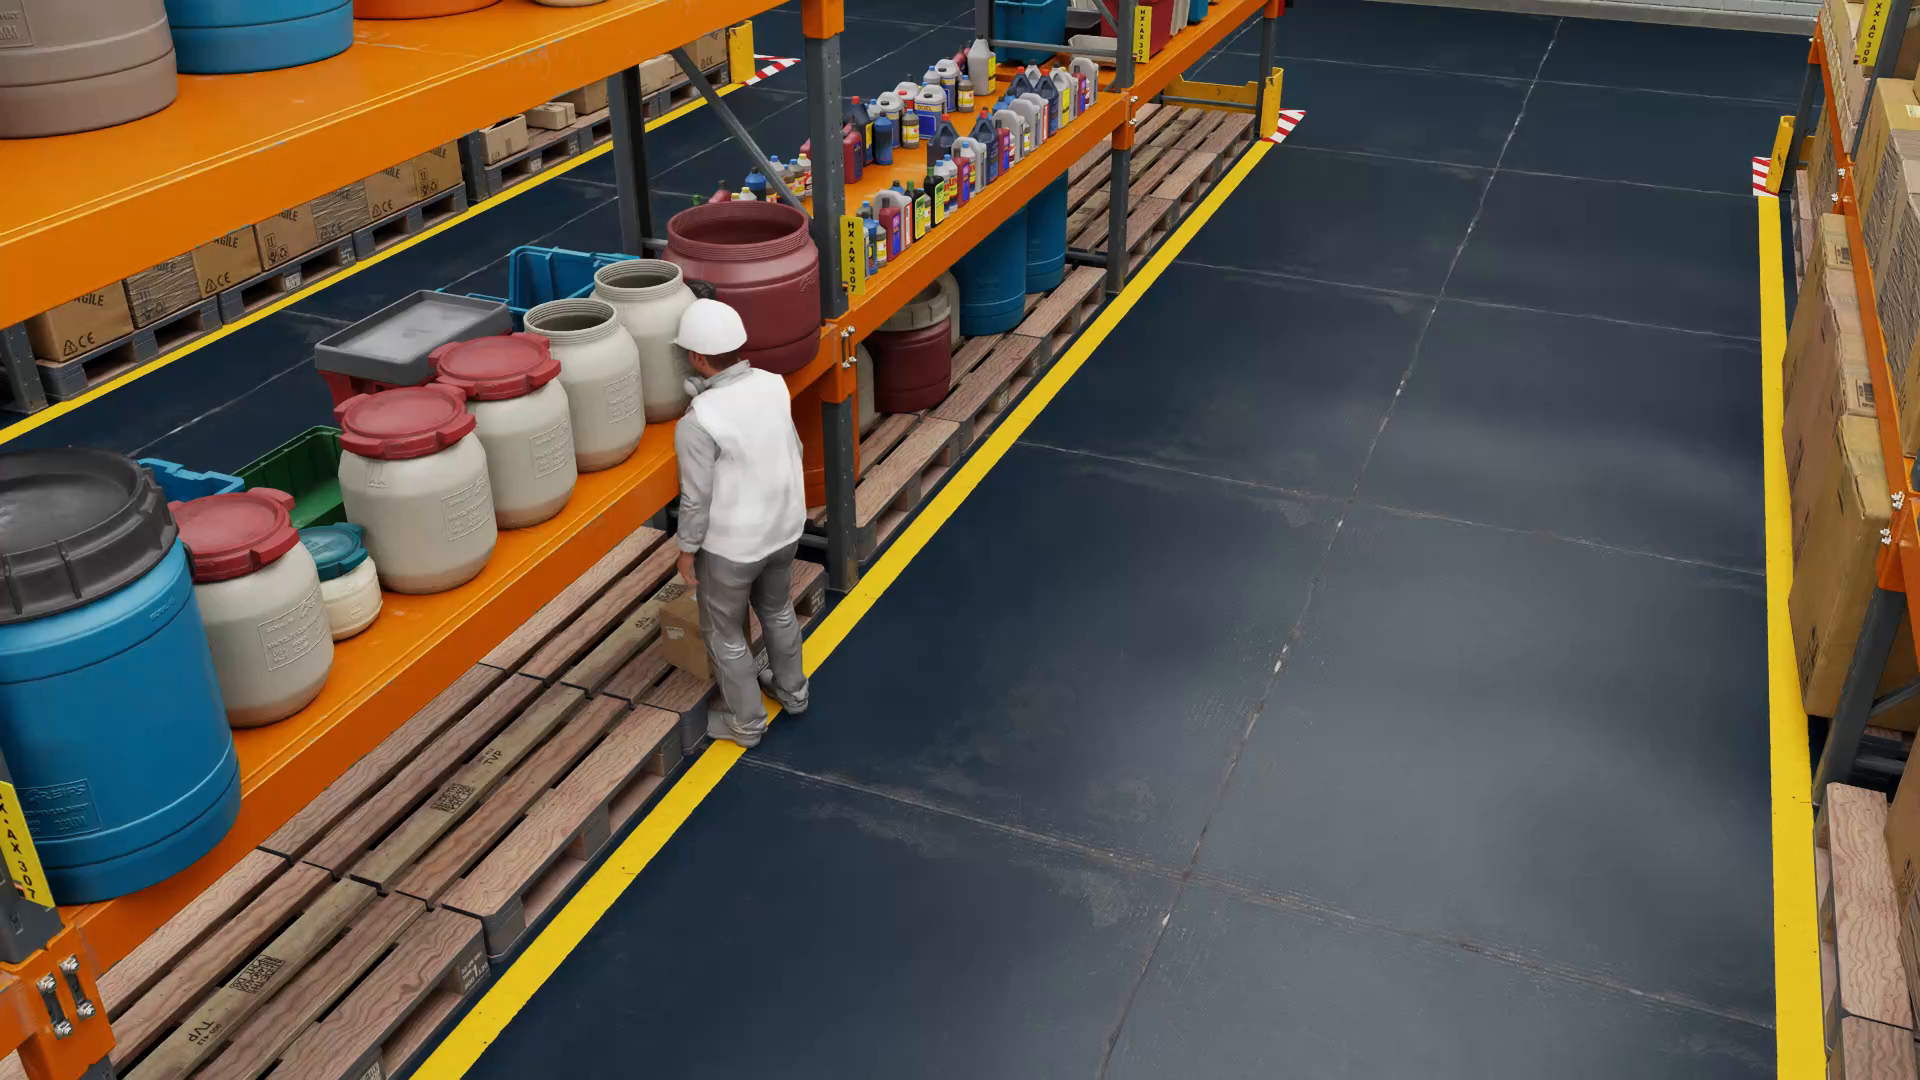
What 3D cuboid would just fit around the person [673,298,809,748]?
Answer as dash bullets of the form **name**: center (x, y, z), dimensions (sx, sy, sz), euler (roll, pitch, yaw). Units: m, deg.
- **person**: center (-0.815, -0.047, 6.182), dimensions (0.462, 1.772, 0.580), euler (22, 36, 34)
